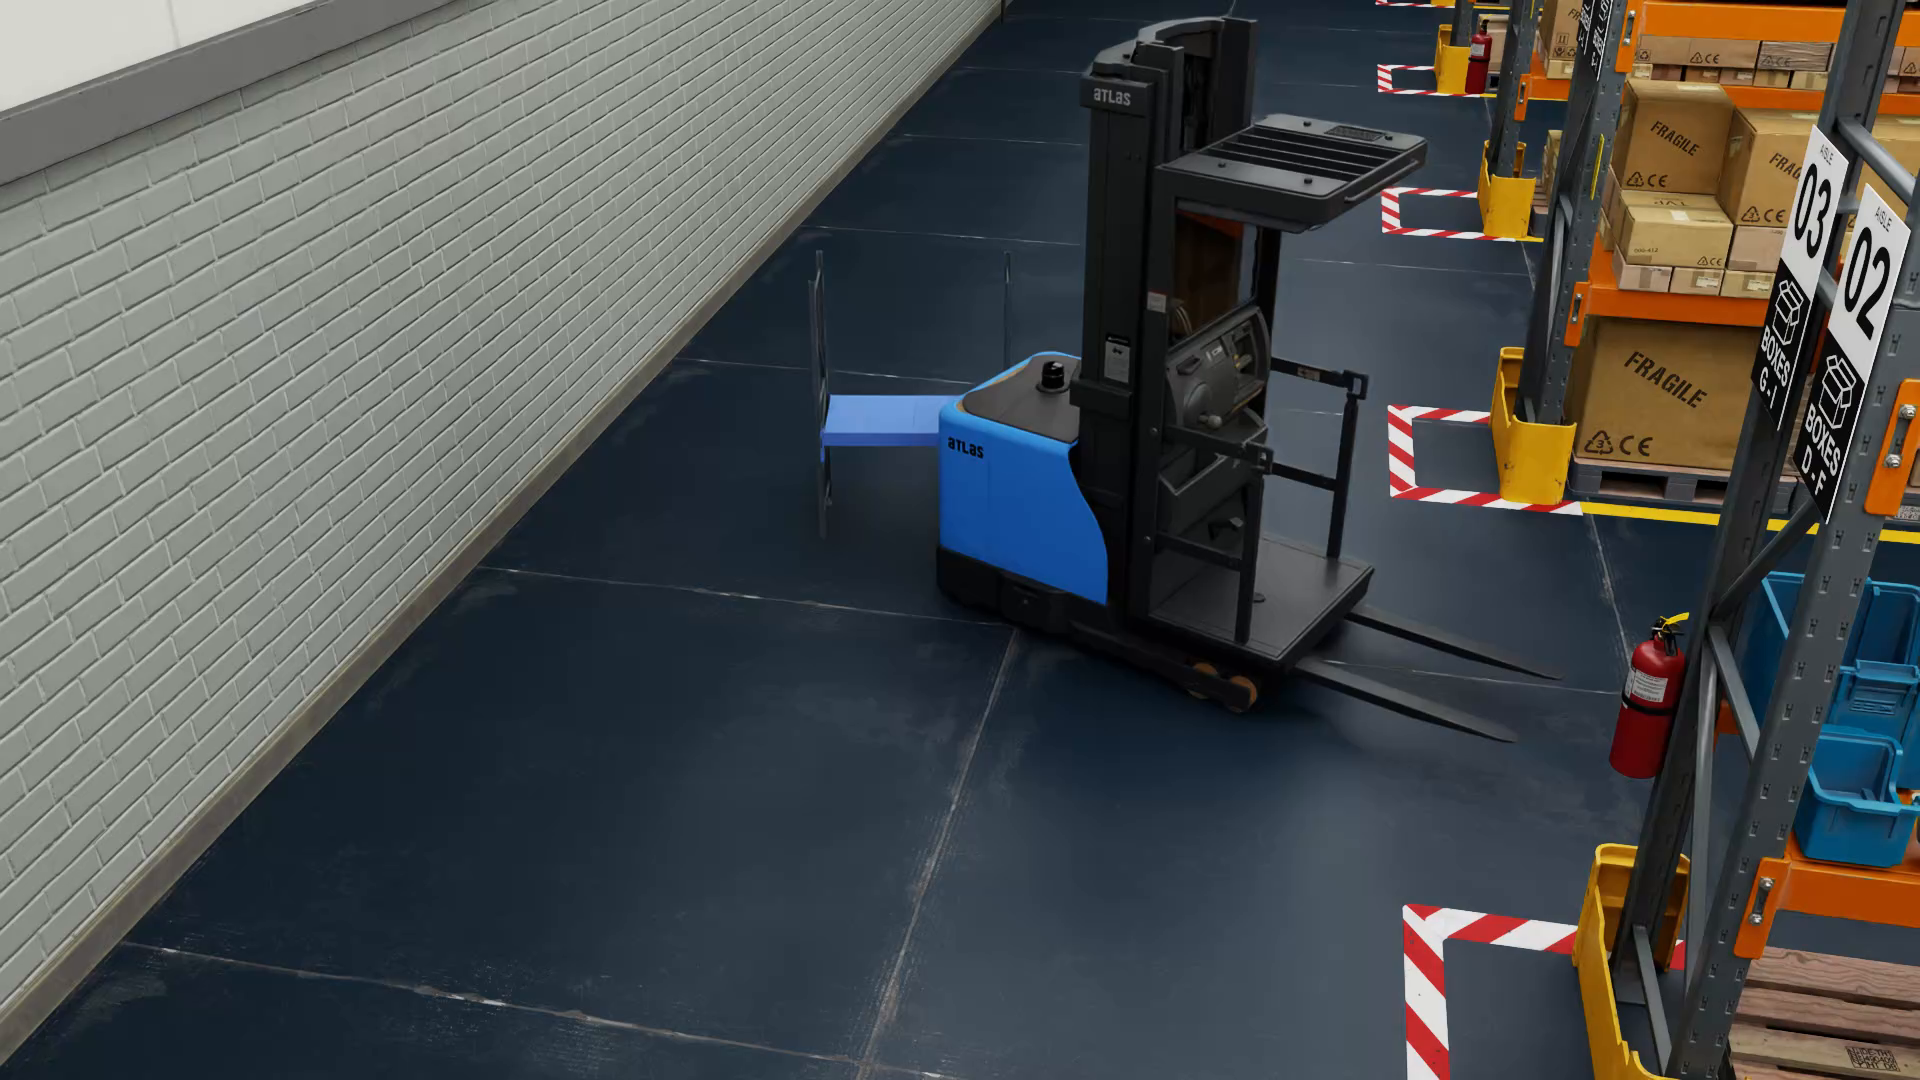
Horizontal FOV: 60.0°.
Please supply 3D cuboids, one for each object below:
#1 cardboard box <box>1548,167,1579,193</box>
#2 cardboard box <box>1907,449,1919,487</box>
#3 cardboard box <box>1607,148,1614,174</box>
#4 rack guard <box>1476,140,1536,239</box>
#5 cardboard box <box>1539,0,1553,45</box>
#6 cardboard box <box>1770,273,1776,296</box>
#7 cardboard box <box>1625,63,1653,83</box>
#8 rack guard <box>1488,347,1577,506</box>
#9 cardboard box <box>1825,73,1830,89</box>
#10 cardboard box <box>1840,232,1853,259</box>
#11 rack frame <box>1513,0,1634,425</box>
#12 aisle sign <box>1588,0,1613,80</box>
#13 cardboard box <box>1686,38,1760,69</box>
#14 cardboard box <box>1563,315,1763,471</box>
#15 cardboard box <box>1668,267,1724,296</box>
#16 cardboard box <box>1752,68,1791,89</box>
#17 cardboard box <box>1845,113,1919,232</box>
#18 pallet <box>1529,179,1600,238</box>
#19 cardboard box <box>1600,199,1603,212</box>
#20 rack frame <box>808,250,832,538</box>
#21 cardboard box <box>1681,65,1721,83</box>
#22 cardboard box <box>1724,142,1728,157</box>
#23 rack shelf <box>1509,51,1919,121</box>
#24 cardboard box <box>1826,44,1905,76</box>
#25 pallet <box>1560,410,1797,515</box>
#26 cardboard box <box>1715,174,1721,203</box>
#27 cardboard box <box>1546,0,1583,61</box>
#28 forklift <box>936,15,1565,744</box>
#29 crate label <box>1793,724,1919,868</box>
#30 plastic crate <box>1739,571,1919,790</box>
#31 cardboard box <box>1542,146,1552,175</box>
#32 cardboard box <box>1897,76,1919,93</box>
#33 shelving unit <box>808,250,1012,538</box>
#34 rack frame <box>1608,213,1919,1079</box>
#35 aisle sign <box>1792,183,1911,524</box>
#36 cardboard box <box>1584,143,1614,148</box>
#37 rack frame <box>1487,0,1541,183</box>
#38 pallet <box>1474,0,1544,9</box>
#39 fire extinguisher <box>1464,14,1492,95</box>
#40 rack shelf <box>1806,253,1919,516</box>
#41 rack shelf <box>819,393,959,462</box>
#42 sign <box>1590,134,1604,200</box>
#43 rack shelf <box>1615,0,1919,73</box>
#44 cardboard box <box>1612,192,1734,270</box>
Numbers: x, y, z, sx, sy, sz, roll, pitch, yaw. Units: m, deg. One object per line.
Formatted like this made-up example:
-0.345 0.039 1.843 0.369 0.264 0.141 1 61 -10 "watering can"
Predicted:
5.050 -3.008 13.842 0.250 0.149 0.380 7 29 13 "cardboard box"
5.860 -0.842 9.440 0.875 0.875 0.875 6 29 11 "cardboard box"
5.328 -3.128 13.752 0.250 0.149 0.380 6 29 11 "cardboard box"
4.666 -3.012 14.232 0.348 0.500 1.175 6 29 11 "rack guard"
5.085 -4.367 13.689 0.500 0.500 0.500 6 29 12 "cardboard box"
4.492 -1.420 8.982 0.250 0.149 0.380 5 29 10 "cardboard box"
5.349 -3.762 13.259 0.250 0.149 0.380 5 29 9 "cardboard box"
3.433 -0.703 10.014 0.348 0.500 1.175 6 29 11 "rack guard"
6.895 -3.655 13.063 0.250 0.149 0.380 5 29 10 "cardboard box"
4.870 -1.586 8.870 0.500 0.250 0.500 5 29 9 "cardboard box"
3.457 -1.797 9.409 0.127 3.000 1.000 6 29 11 "rack frame"
3.324 -2.804 8.541 0.004 0.787 0.394 6 29 11 "aisle sign"
5.978 -4.019 13.054 0.500 0.500 0.500 6 29 11 "cardboard box"
4.099 -1.023 9.770 0.875 0.875 0.875 6 29 11 "cardboard box"
3.986 -1.471 9.076 0.250 0.149 0.380 5 29 10 "cardboard box"
6.376 -3.687 13.123 0.250 0.149 0.380 7 29 12 "cardboard box"
4.867 -1.917 8.693 0.500 0.500 0.500 5 29 9 "cardboard box"
5.453 -2.788 14.122 1.213 0.211 1.003 6 29 11 "pallet"
5.310 -2.860 13.881 0.250 0.149 0.380 6 29 10 "cardboard box"
-0.763 -0.787 9.125 0.032 1.500 0.500 0 29 1 "rack frame"
5.891 -3.761 13.258 0.250 0.149 0.380 6 29 10 "cardboard box"
6.424 -3.224 13.926 0.250 0.149 0.380 5 29 9 "cardboard box"
6.547 -3.600 13.452 4.000 0.370 1.077 6 29 11 "rack shelf"
6.977 -3.909 12.852 0.500 0.500 0.500 6 29 10 "cardboard box"
4.255 -0.531 10.000 1.213 0.211 1.003 6 29 11 "pallet"
4.482 -1.887 9.419 0.500 0.250 0.500 5 29 10 "cardboard box"
4.973 -4.116 13.231 0.500 0.500 0.500 7 30 13 "cardboard box"
1.369 -0.770 7.604 3.031 2.935 1.130 19 34 31 "forklift"
2.595 0.755 4.859 0.303 0.233 0.416 6 29 11 "crate label"
2.789 0.433 5.237 0.499 0.435 0.616 6 29 11 "plastic crate"
5.167 -3.262 14.306 0.250 0.149 0.380 5 29 9 "cardboard box"
7.414 -3.611 12.985 0.250 0.149 0.380 5 29 9 "cardboard box"
-0.254 -0.784 9.120 1.048 1.500 0.538 0 29 1 "shelving unit"
2.422 0.529 5.161 0.127 3.000 1.000 6 29 11 "rack frame"
2.290 -0.479 4.295 0.004 0.787 0.394 6 29 11 "aisle sign"
5.396 -3.325 14.112 0.250 0.149 0.380 6 29 12 "cardboard box"
4.591 -4.116 13.645 0.127 3.000 1.000 6 29 11 "rack frame"
7.413 -7.472 22.679 1.213 0.211 1.003 6 29 11 "pallet"
4.441 -4.161 14.196 0.183 0.674 0.296 6 29 11 "fire extinguisher"
4.378 -0.271 4.247 4.000 0.370 1.077 6 29 11 "rack shelf"
-0.254 -0.626 9.207 1.000 0.185 0.538 0 29 1 "rack shelf"
3.335 -1.952 8.707 0.005 0.325 0.100 6 29 11 "sign"
5.413 -2.597 8.495 4.000 0.370 1.077 6 29 11 "rack shelf"
3.870 -1.687 9.054 0.500 0.250 0.500 5 29 9 "cardboard box"
